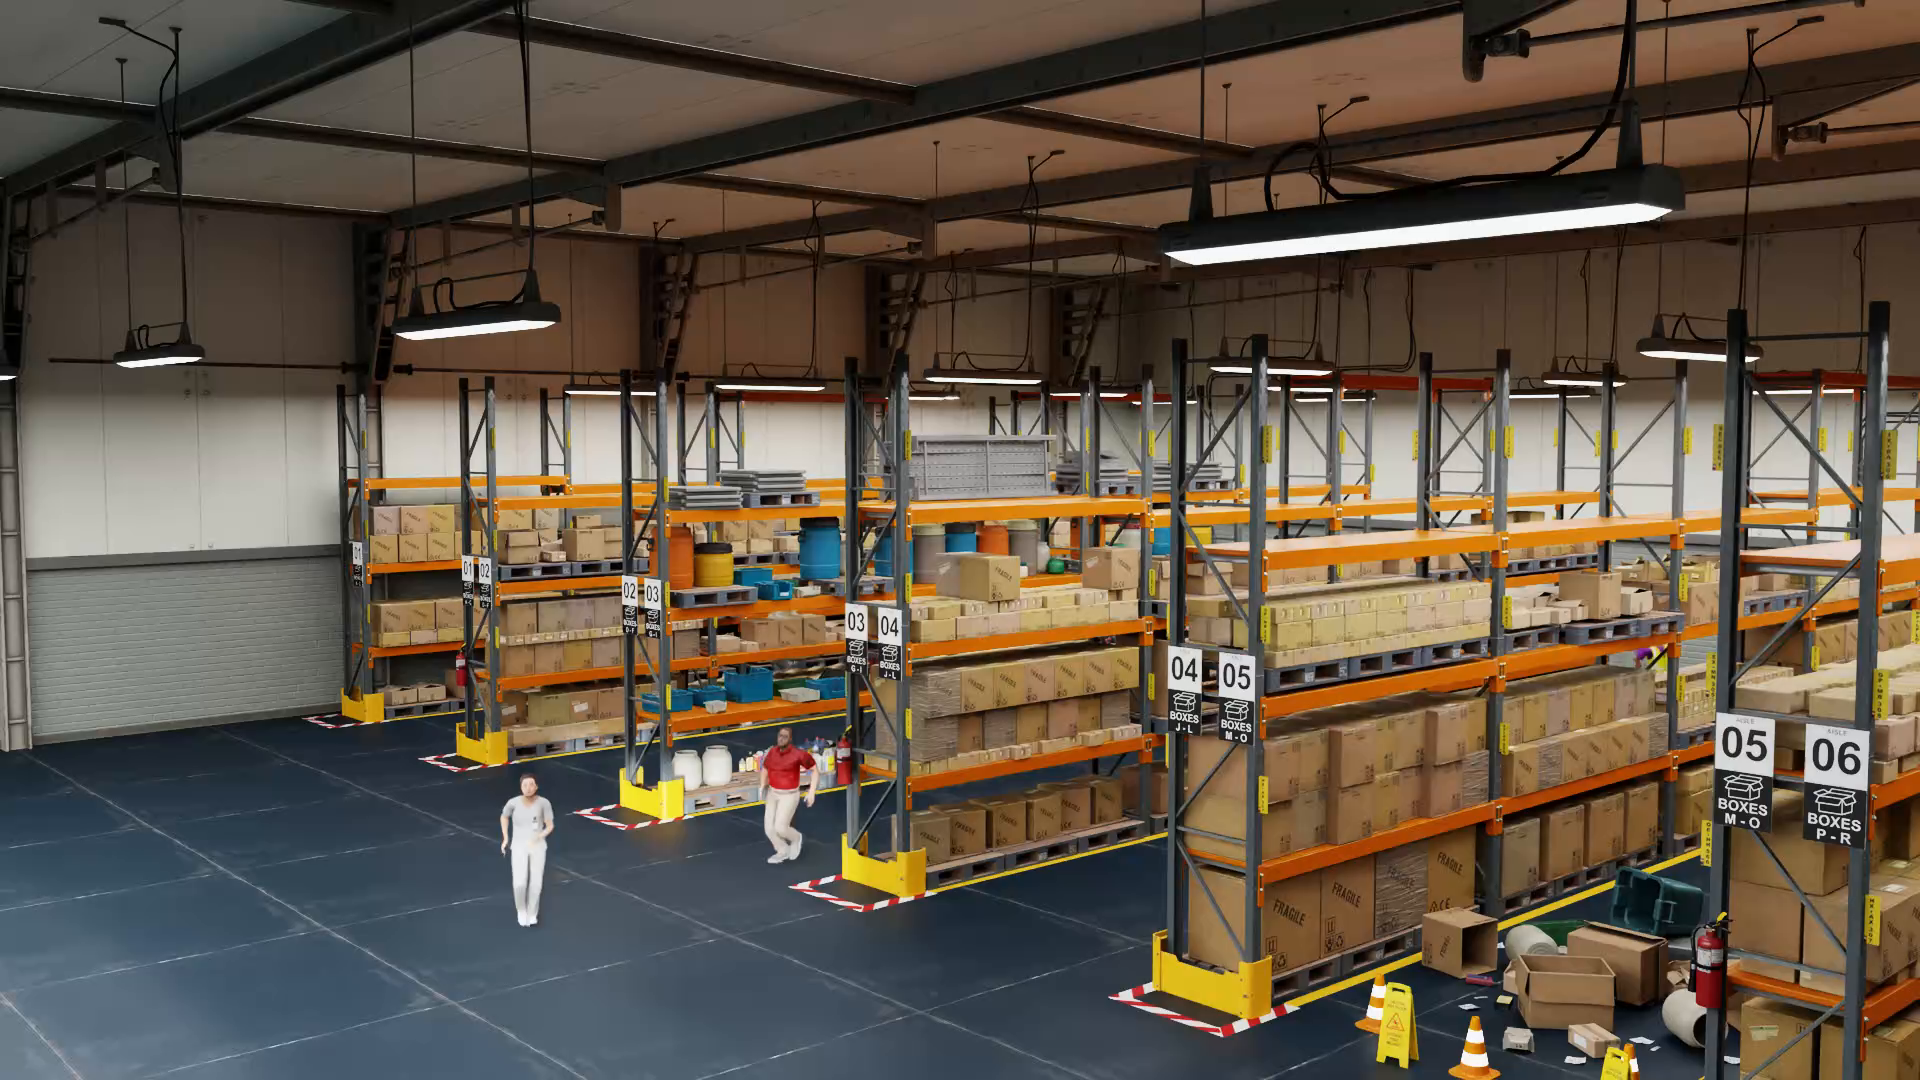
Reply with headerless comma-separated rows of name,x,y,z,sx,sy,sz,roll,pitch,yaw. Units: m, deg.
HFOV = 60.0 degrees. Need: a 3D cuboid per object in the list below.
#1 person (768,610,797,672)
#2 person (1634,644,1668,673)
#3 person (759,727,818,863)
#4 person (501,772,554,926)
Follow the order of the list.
person,-3.625,1.858,32.779,0.703,1.762,0.587,3,5,40
person,12.226,2.382,29.133,0.762,1.737,0.852,-1,4,-11
person,-2.078,3.034,19.674,0.712,1.653,0.581,2,4,29
person,-4.461,3.207,17.157,0.538,1.626,0.695,-1,4,-14
